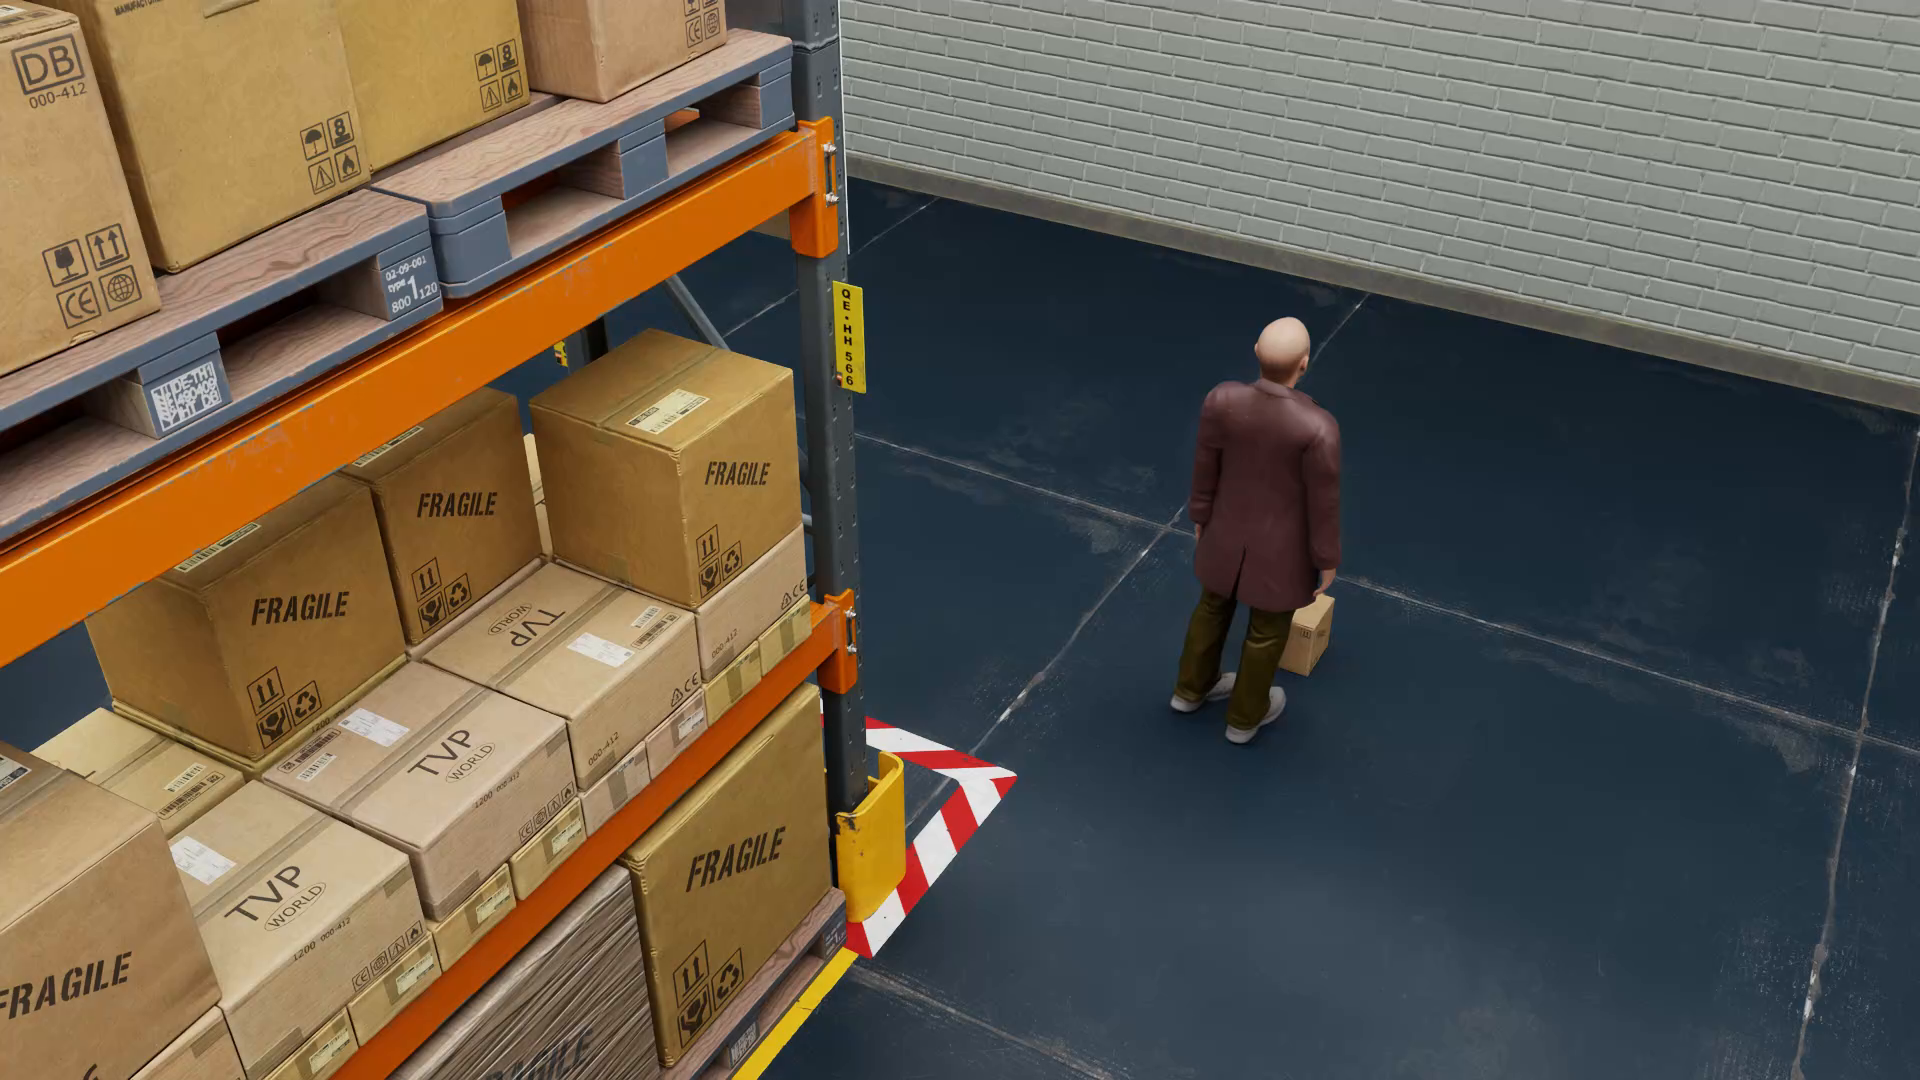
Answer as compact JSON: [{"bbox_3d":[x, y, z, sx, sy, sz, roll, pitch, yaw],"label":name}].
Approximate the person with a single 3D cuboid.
[{"bbox_3d":[1.155,-0.025,6.192,0.624,1.796,0.410,21,39,29],"label":"person"}]
